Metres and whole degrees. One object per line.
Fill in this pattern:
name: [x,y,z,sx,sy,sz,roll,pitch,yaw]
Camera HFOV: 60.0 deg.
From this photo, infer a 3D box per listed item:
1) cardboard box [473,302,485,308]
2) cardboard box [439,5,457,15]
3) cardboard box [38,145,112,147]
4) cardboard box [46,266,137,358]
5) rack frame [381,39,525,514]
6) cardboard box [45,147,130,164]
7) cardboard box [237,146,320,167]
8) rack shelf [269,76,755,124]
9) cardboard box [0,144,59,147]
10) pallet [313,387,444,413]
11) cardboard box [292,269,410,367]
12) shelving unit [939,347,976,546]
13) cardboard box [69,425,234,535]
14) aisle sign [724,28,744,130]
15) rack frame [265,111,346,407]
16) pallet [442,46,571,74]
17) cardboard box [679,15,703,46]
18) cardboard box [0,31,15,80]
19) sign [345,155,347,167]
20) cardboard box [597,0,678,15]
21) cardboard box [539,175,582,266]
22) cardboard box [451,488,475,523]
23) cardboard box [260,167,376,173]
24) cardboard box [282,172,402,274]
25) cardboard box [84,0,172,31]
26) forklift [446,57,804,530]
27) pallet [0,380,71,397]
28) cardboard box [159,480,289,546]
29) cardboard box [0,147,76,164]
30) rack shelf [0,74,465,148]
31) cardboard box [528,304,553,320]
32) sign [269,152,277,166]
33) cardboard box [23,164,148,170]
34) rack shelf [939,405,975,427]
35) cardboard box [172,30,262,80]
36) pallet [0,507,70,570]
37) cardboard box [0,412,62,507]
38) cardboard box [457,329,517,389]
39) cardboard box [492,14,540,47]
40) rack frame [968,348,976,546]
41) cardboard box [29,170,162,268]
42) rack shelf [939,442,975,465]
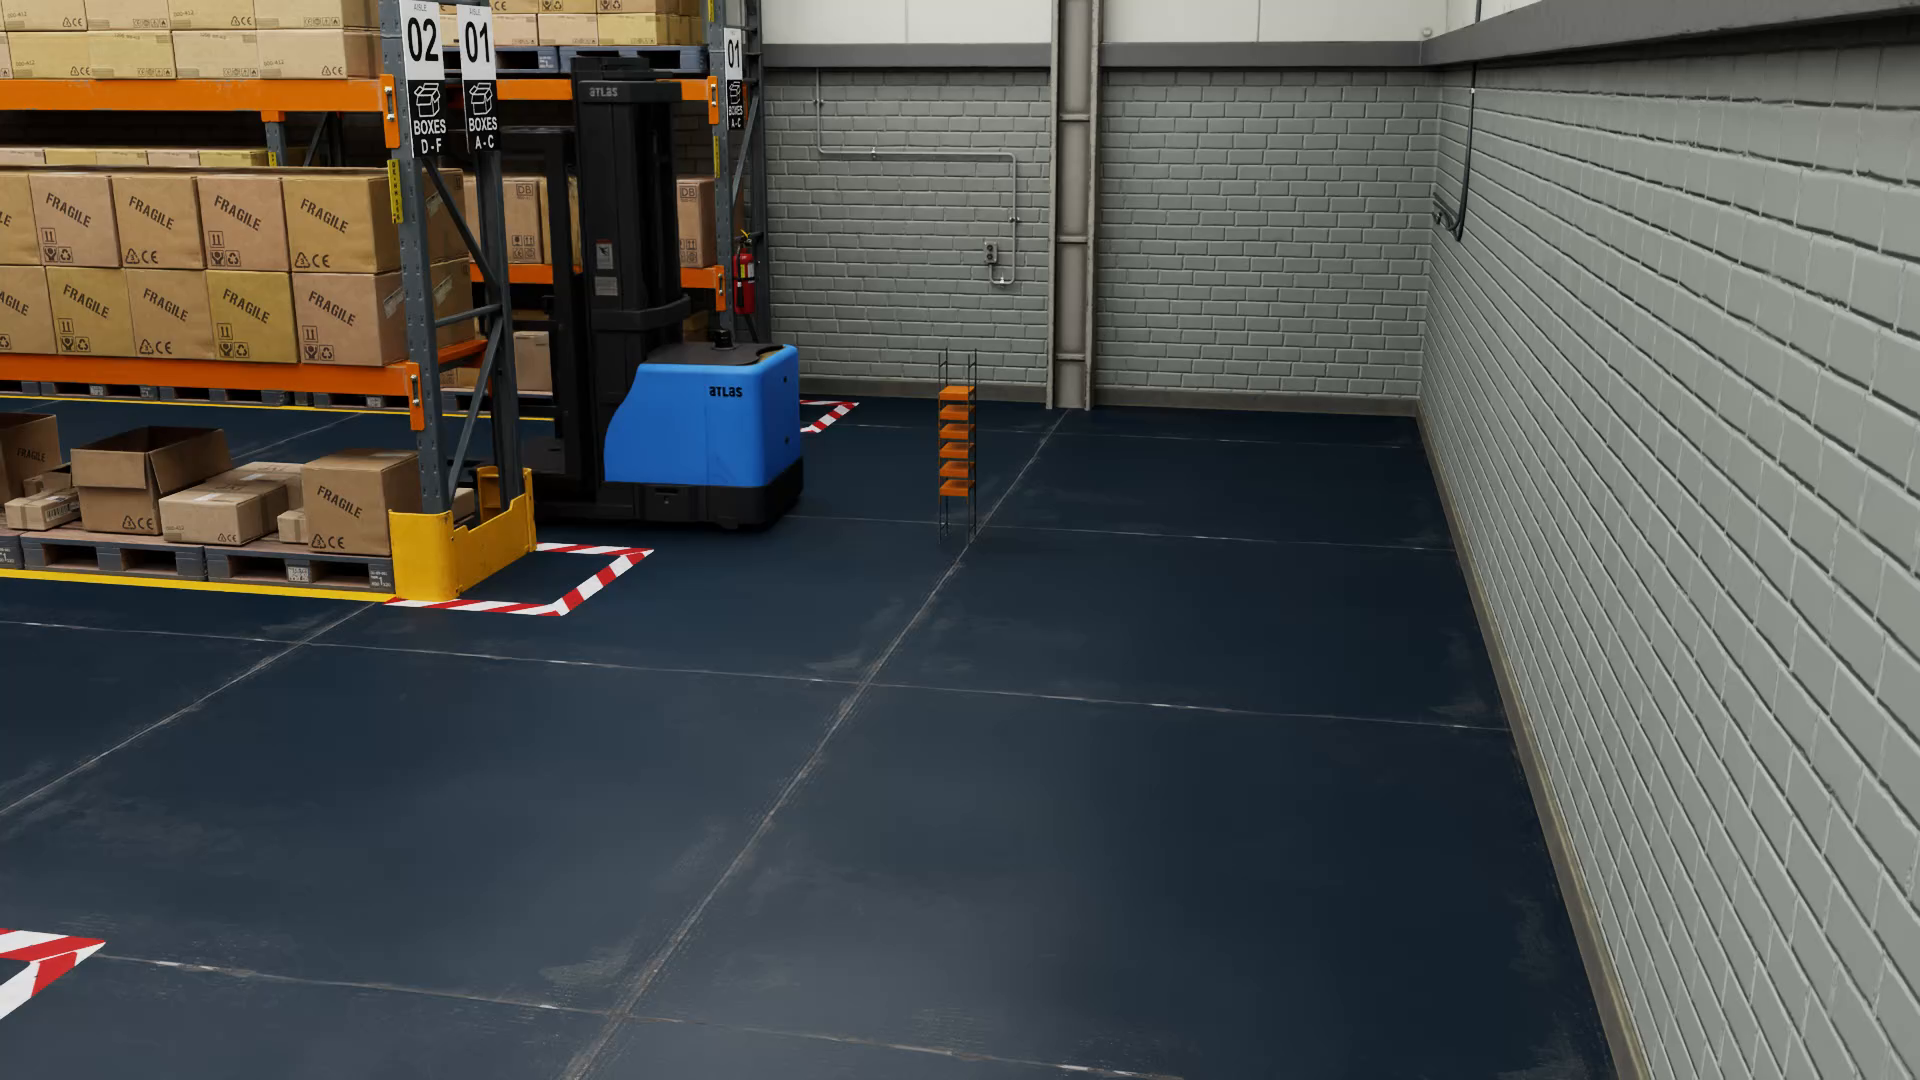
cardboard box: [-4.370,-2.026,14.868,0.250,0.149,0.380,3,16,9]
cardboard box: [-4.122,-4.587,13.717,0.500,0.500,0.500,3,16,11]
cardboard box: [-8.169,-3.526,15.417,0.500,0.250,0.500,3,16,10]
cardboard box: [-4.802,-1.337,9.514,0.500,0.500,0.500,3,16,10]
rack frame: [-2.818,-1.255,9.404,0.127,3.000,1.000,3,16,11]
cardboard box: [-7.762,-3.368,14.846,0.500,0.250,0.500,3,16,10]
cardboard box: [-6.154,-3.419,15.030,0.500,0.250,0.500,4,16,13]
rack shelf: [-3.795,-3.756,14.163,4.000,0.370,1.077,3,16,11]
cardboard box: [-8.671,-3.555,15.518,0.500,0.250,0.500,3,16,9]
pallet: [-5.025,-1.359,15.004,1.213,0.211,1.003,3,16,11]
cardboard box: [-3.311,-1.256,9.220,0.500,0.500,0.500,4,16,13]
shelving unit: [-0.014,-0.579,10.335,0.189,1.200,0.258,3,16,11]
cardboard box: [-4.896,-0.378,10.091,0.637,0.503,0.797,3,16,11]
aisle sign: [-1.824,-3.722,13.439,0.004,0.787,0.394,3,16,11]
rack frame: [-5.755,-2.764,14.851,0.127,3.000,1.000,3,16,11]
pallet: [-3.763,-4.055,14.059,1.213,0.211,1.003,3,16,11]
cardboard box: [-2.501,-4.278,14.005,0.500,0.250,0.500,4,16,14]
cardboard box: [-5.332,-2.696,9.268,0.500,0.250,0.500,3,16,11]
sign: [-5.646,-3.365,15.249,0.005,0.325,0.100,3,16,11]
cardboard box: [-2.606,-4.504,13.416,0.500,0.500,0.500,3,16,11]
cardboard box: [-3.052,-2.756,14.261,0.700,0.700,0.980,3,16,11]
cardboard box: [-3.160,-0.205,10.131,0.250,0.149,0.380,3,16,11]
cardboard box: [-3.714,-1.904,9.685,0.500,0.500,0.500,3,16,12]
cardboard box: [-3.309,-1.737,9.083,0.500,0.500,0.500,3,16,11]
cardboard box: [-4.352,-2.884,9.010,0.500,0.250,0.500,3,16,11]
forklift: [-2.644,-1.645,10.939,3.031,2.935,1.130,3,16,9]
pallet: [-8.917,-1.571,15.769,1.213,0.211,1.003,3,16,11]
cardboard box: [-4.325,-0.165,9.795,0.500,0.250,0.500,3,16,11]
cardboard box: [-8.263,-3.394,14.938,0.500,0.250,0.500,3,16,11]
rack shelf: [-4.778,-2.460,9.484,4.000,0.370,1.077,3,16,11]
cardboard box: [-3.621,-1.985,14.721,0.250,0.149,0.380,3,16,12]
sign: [-5.853,-3.141,14.193,0.005,0.325,0.100,3,16,11]
cardboard box: [-5.195,-1.985,9.980,0.500,0.500,0.500,3,16,12]
rack shelf: [-0.014,-0.767,10.282,0.180,0.103,0.258,3,16,11]
cardboard box: [-3.862,-2.616,8.980,0.500,0.250,0.500,3,16,11]
pallet: [-6.065,-0.087,10.412,1.213,0.211,1.003,3,16,11]
cardboard box: [-6.123,-0.519,10.606,0.500,0.500,0.500,3,16,11]
cardboard box: [-4.048,-1.640,14.688,0.500,0.500,0.700,3,16,12]
cardboard box: [-3.627,-4.198,13.717,0.500,0.250,0.500,3,16,9]
rack frame: [0.075,-0.574,10.317,0.006,1.200,0.240,3,16,11]
cardboard box: [-4.817,-1.817,9.373,0.500,0.500,0.500,4,16,13]
rack shelf: [-0.014,-0.536,10.346,0.180,0.103,0.258,3,16,11]
